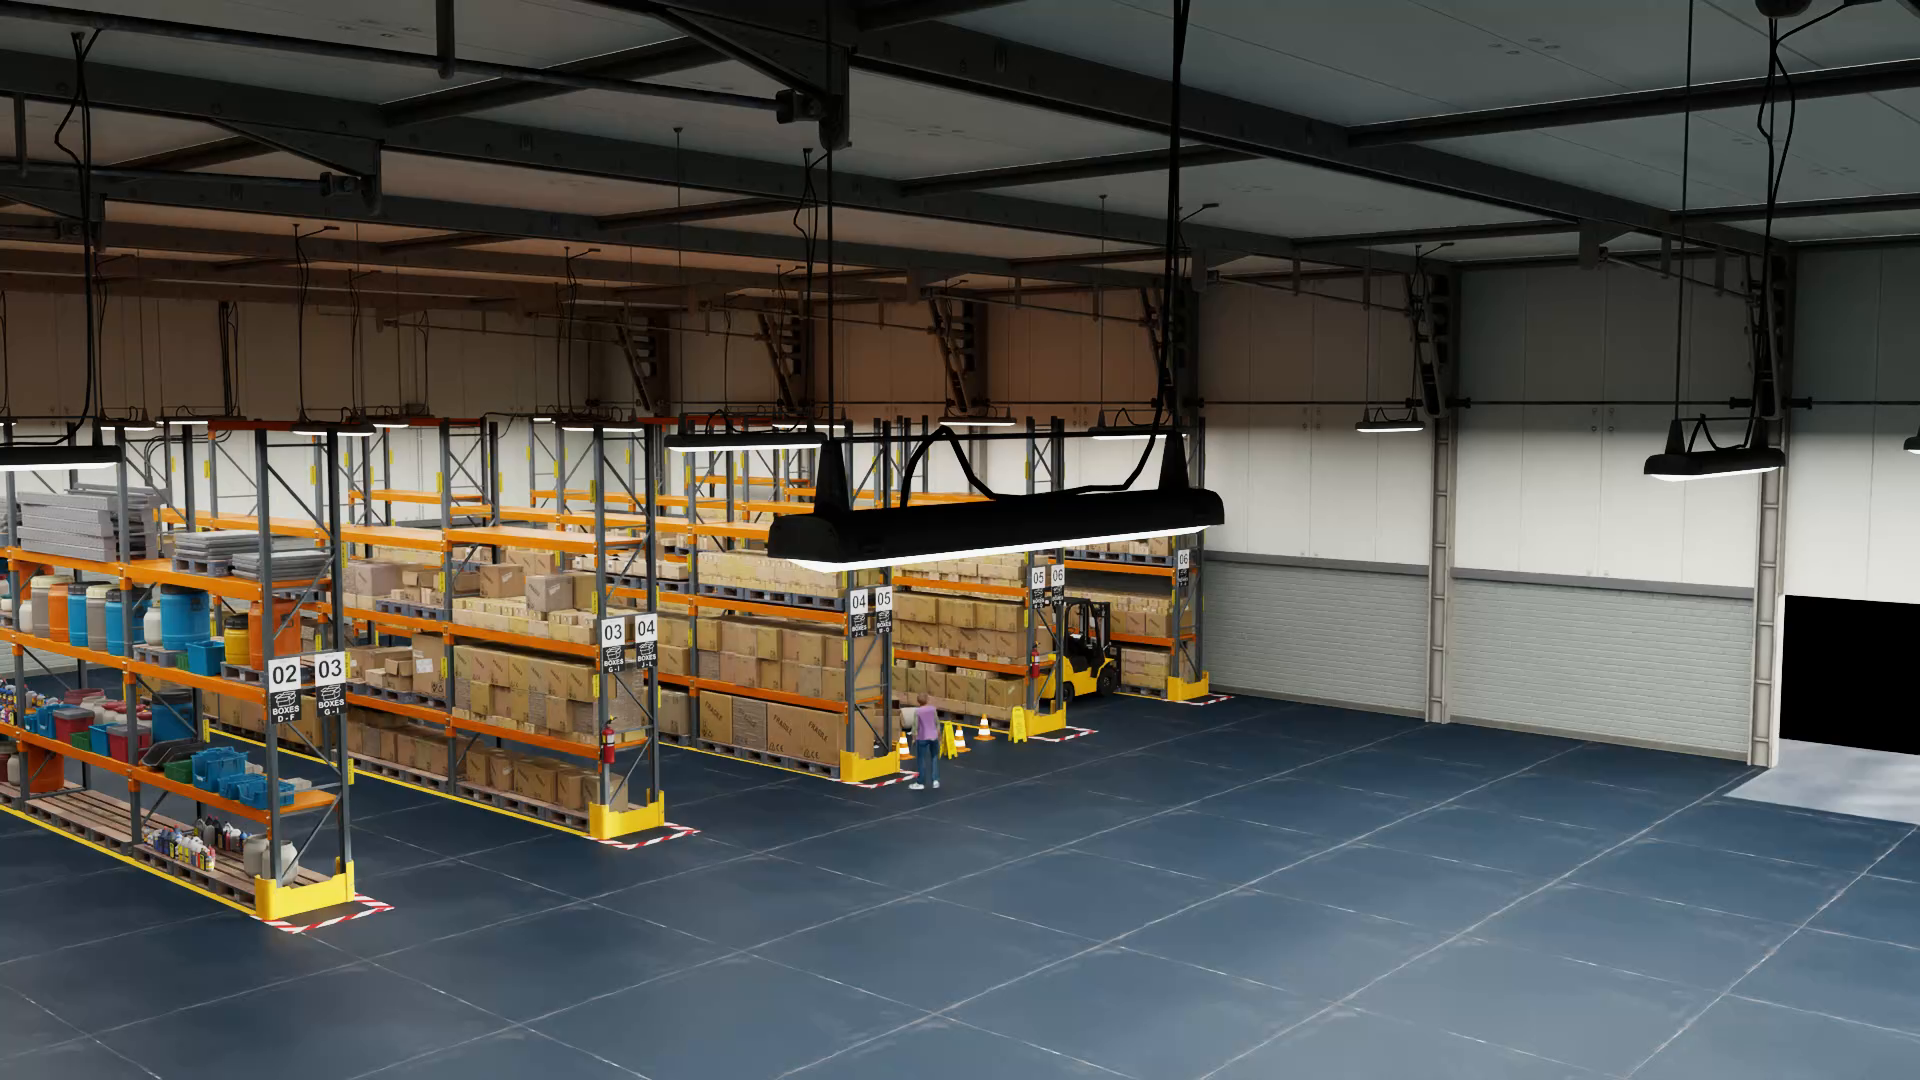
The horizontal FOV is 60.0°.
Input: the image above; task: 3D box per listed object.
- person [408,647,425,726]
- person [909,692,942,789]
[{"bbox_3d":[-10.194,2.858,31.328,1.045,1.726,0.684,4,6,40],"label":"person"},{"bbox_3d":[-0.542,3.276,27.162,0.531,1.610,0.331,-2,5,-21],"label":"person"}]
